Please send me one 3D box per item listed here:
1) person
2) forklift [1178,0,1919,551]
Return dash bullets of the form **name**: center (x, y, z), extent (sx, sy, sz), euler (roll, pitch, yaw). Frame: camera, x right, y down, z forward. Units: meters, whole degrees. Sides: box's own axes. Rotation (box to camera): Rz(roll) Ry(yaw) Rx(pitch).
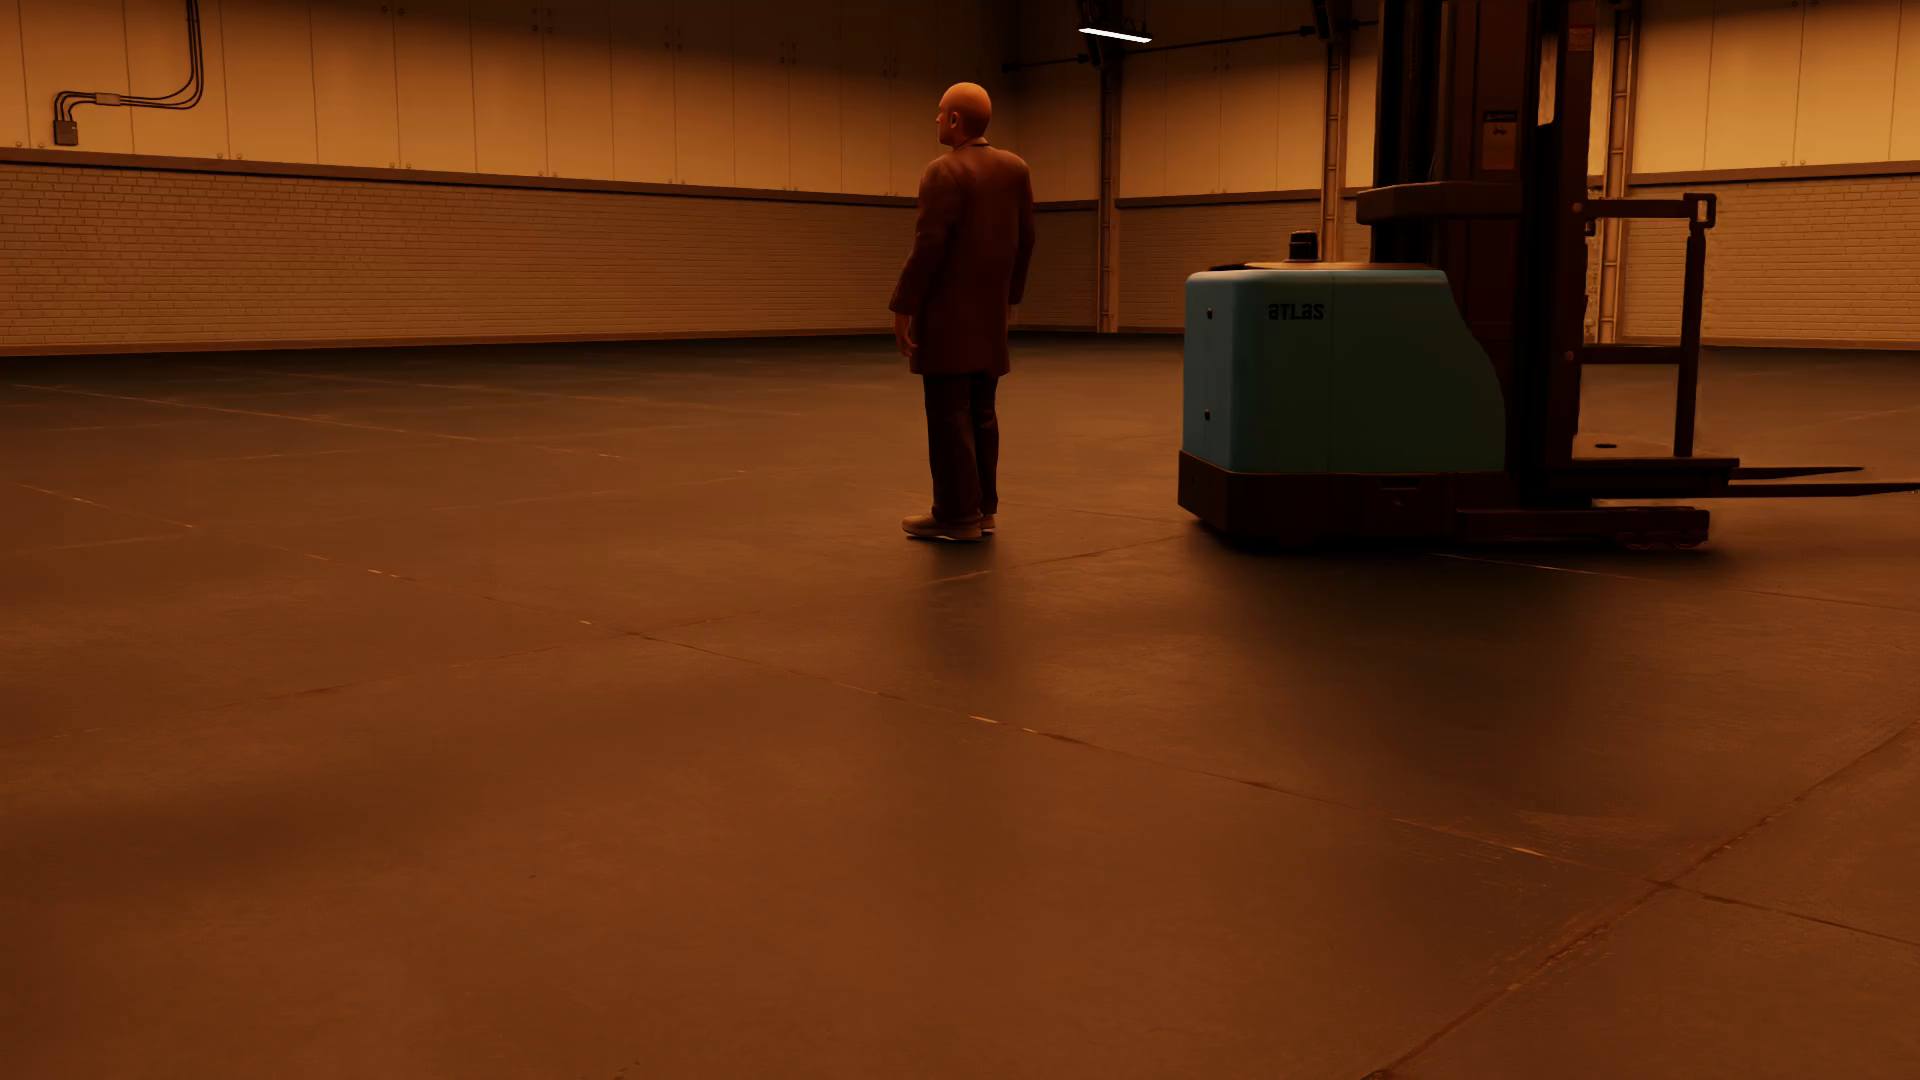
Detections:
- **person**: center (-0.064, -0.896, 6.650), extent (0.579, 1.777, 0.698), euler (8, 12, 43)
- **forklift**: center (2.496, -1.486, 6.742), extent (3.031, 2.935, 1.130), euler (-1, 9, -5)
